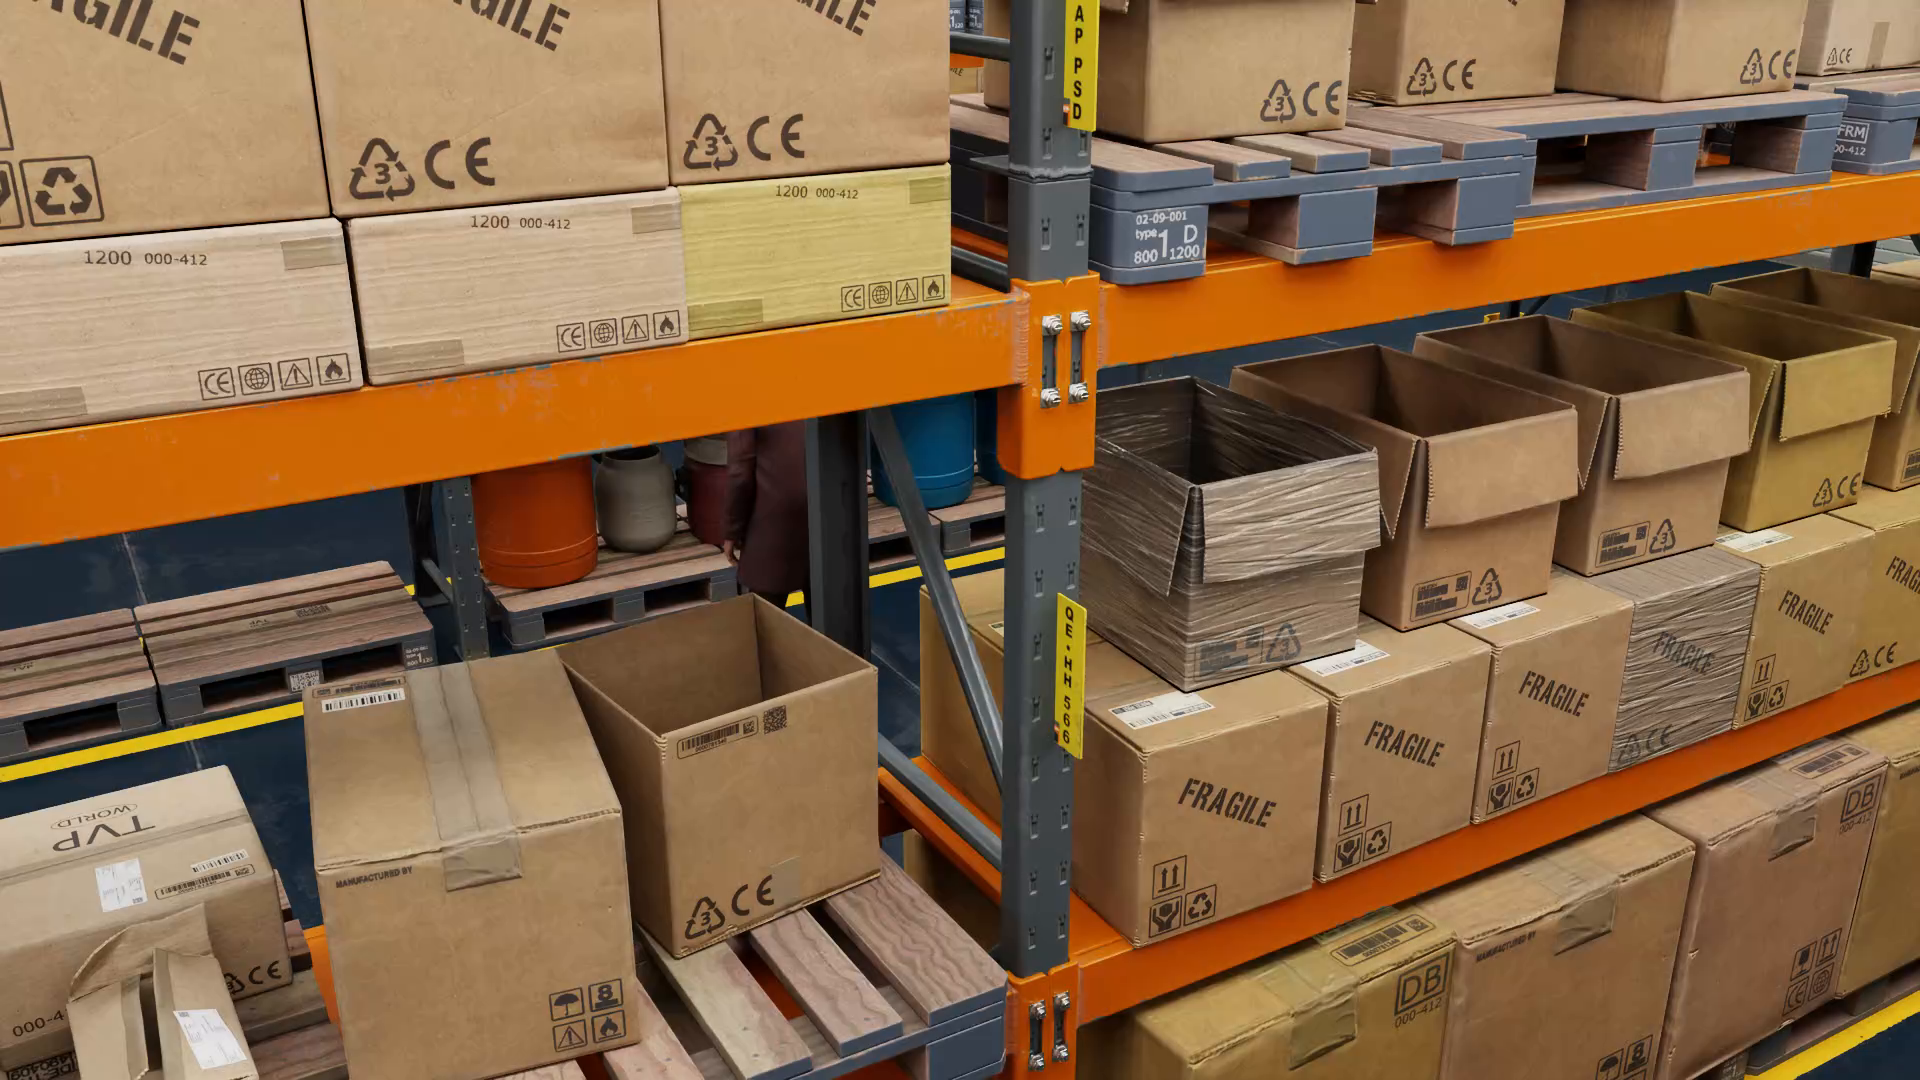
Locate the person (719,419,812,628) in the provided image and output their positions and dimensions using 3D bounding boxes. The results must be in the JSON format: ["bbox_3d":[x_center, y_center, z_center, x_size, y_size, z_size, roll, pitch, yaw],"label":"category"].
[{"bbox_3d":[-0.741,-0.054,7.243,0.643,1.774,0.423,-12,24,-28],"label":"person"}]
